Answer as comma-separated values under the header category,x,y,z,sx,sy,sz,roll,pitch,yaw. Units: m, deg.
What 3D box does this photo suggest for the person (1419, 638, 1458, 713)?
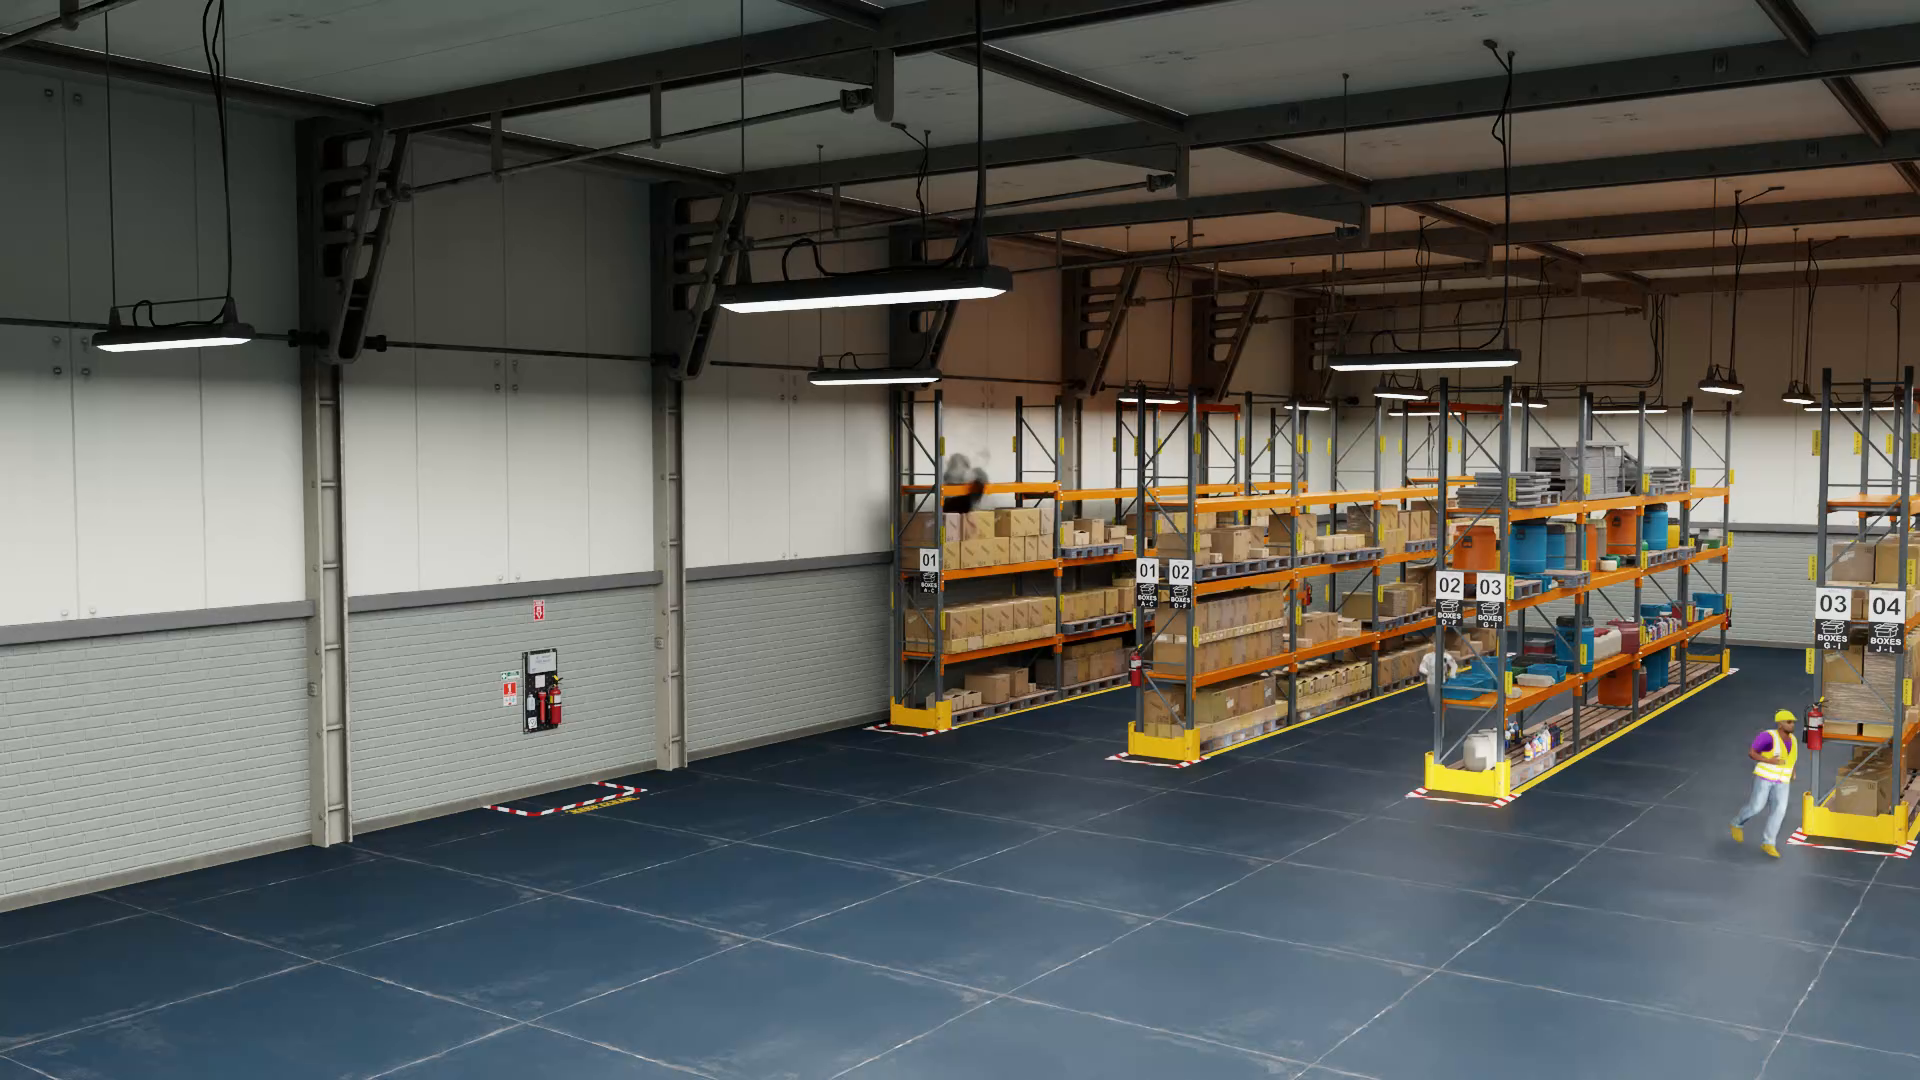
category,x,y,z,sx,sy,sz,roll,pitch,yaw
person,8.266,2.546,28.818,0.594,1.752,0.751,2,4,31

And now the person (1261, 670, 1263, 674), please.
category,x,y,z,sx,sy,sz,roll,pitch,yaw
person,6.304,2.117,35.763,0.645,1.732,0.592,2,4,32

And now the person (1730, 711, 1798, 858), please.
category,x,y,z,sx,sy,sz,roll,pitch,yaw
person,10.090,2.975,20.596,0.700,1.737,0.936,0,3,-6
